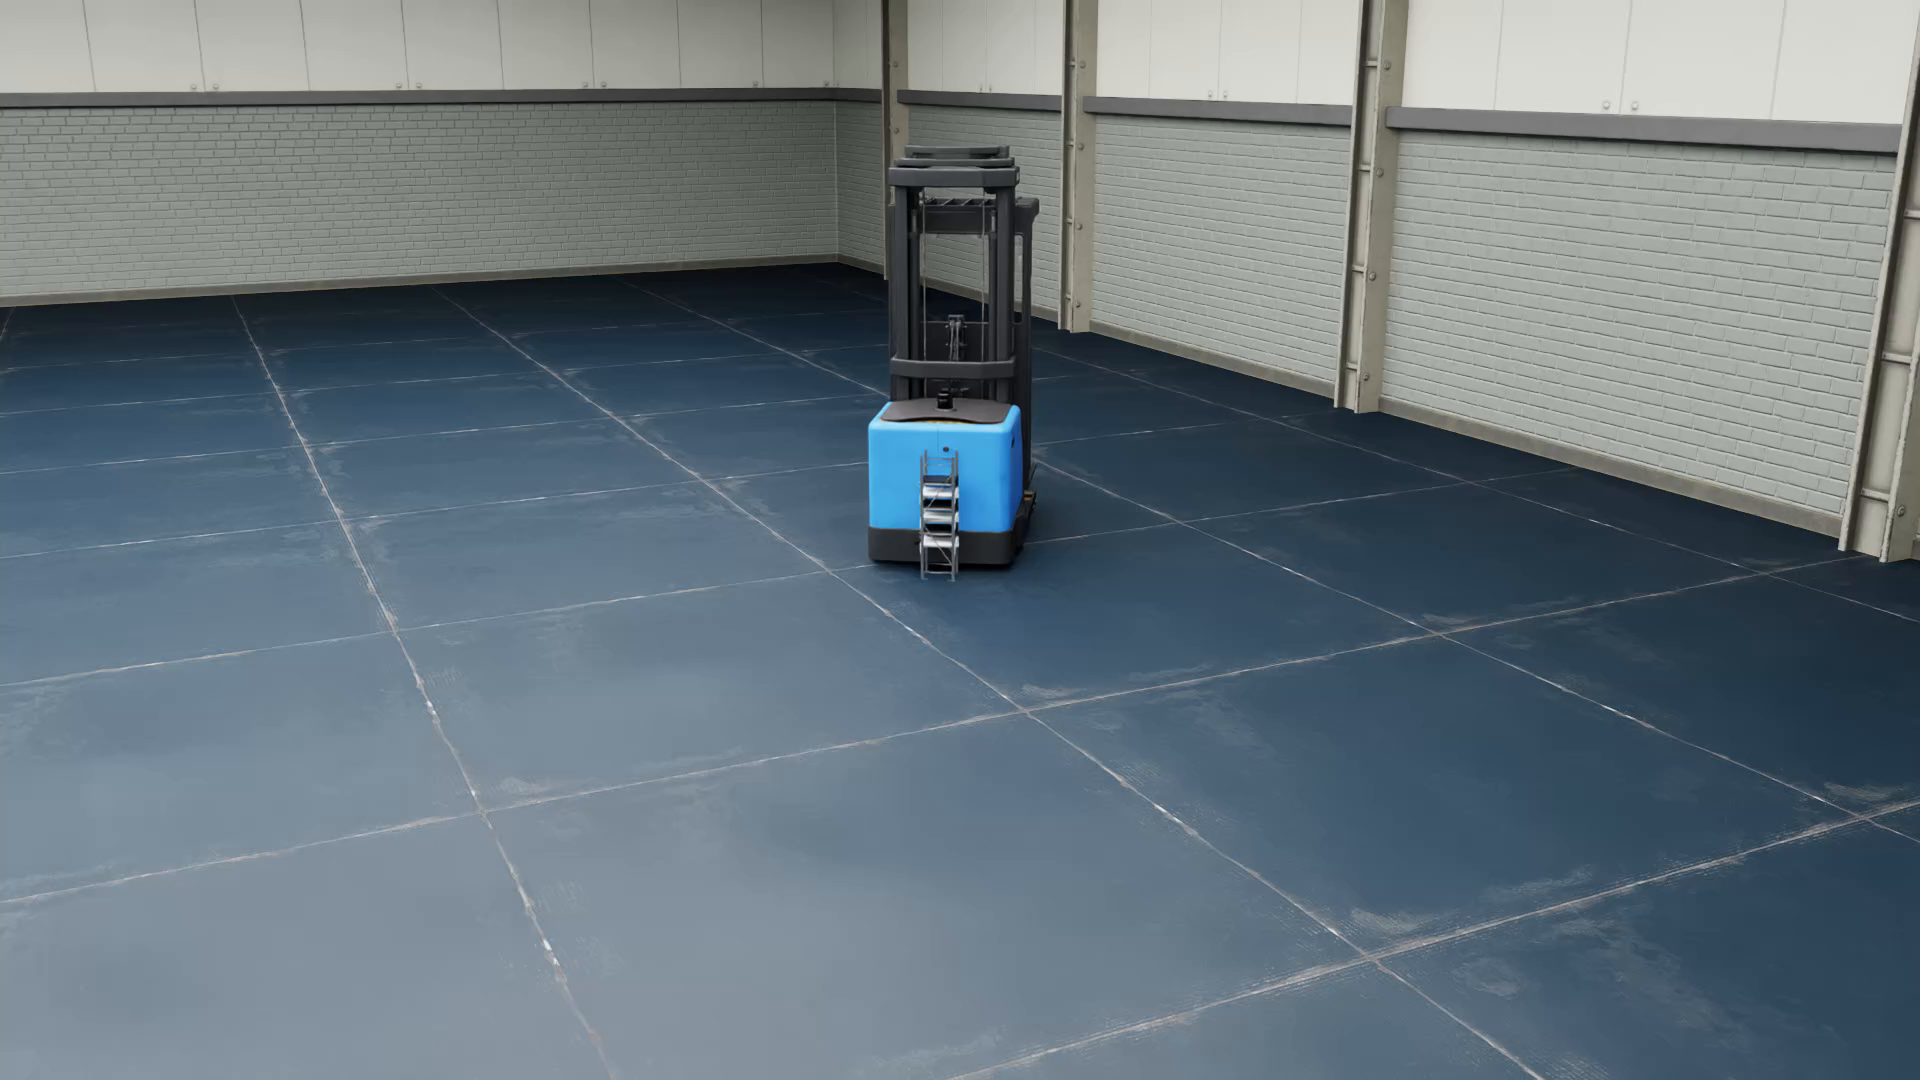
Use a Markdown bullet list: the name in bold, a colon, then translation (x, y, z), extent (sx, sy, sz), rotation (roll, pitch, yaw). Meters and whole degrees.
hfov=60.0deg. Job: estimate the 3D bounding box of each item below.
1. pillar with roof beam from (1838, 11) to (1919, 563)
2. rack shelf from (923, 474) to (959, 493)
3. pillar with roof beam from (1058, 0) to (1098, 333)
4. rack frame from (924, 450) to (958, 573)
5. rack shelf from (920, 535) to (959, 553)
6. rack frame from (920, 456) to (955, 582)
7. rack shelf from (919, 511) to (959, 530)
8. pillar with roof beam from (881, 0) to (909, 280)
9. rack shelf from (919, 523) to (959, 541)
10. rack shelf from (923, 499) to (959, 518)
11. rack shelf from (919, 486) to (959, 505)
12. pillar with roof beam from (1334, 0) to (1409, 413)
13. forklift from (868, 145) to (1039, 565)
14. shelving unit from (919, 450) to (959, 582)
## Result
- **pillar with roof beam**: translation (2.957, -3.706, 9.351), extent (9.100, 9.000, 0.400), rotation (-8, 18, -25)
- **rack shelf**: translation (-0.145, -0.398, 11.649), extent (0.258, 0.077, 0.200), rotation (2, 16, 7)
- **pillar with roof beam**: translation (-2.300, -6.682, 19.720), extent (9.100, 9.000, 0.400), rotation (-8, 18, -25)
- **rack frame**: translation (-0.132, -0.199, 11.811), extent (0.240, 0.900, 0.006), rotation (2, 16, 7)
- **rack shelf**: translation (-0.145, 0.034, 11.773), extent (0.258, 0.077, 0.200), rotation (2, 16, 7)
- **rack frame**: translation (-0.158, -0.143, 11.617), extent (0.240, 0.900, 0.006), rotation (2, 16, 7)
- **rack shelf**: translation (-0.145, -0.139, 11.723), extent (0.258, 0.077, 0.200), rotation (2, 16, 7)
- **pillar with roof beam**: translation (-4.929, -8.169, 24.904), extent (9.100, 9.000, 0.400), rotation (-8, 18, -25)
- **rack shelf**: translation (-0.145, -0.052, 11.748), extent (0.258, 0.077, 0.200), rotation (2, 16, 7)
- **rack shelf**: translation (-0.145, -0.225, 11.699), extent (0.258, 0.077, 0.200), rotation (2, 16, 7)
- **rack shelf**: translation (-0.145, -0.312, 11.674), extent (0.258, 0.077, 0.200), rotation (2, 16, 7)
- **pillar with roof beam**: translation (0.328, -5.194, 14.535), extent (9.100, 9.000, 0.400), rotation (-8, 18, -25)
- **forklift**: translation (0.030, -1.592, 12.985), extent (1.130, 2.935, 3.031), rotation (2, 16, 7)
- **shelving unit**: translation (-0.145, -0.171, 11.714), extent (0.258, 0.900, 0.210), rotation (2, 16, 7)
